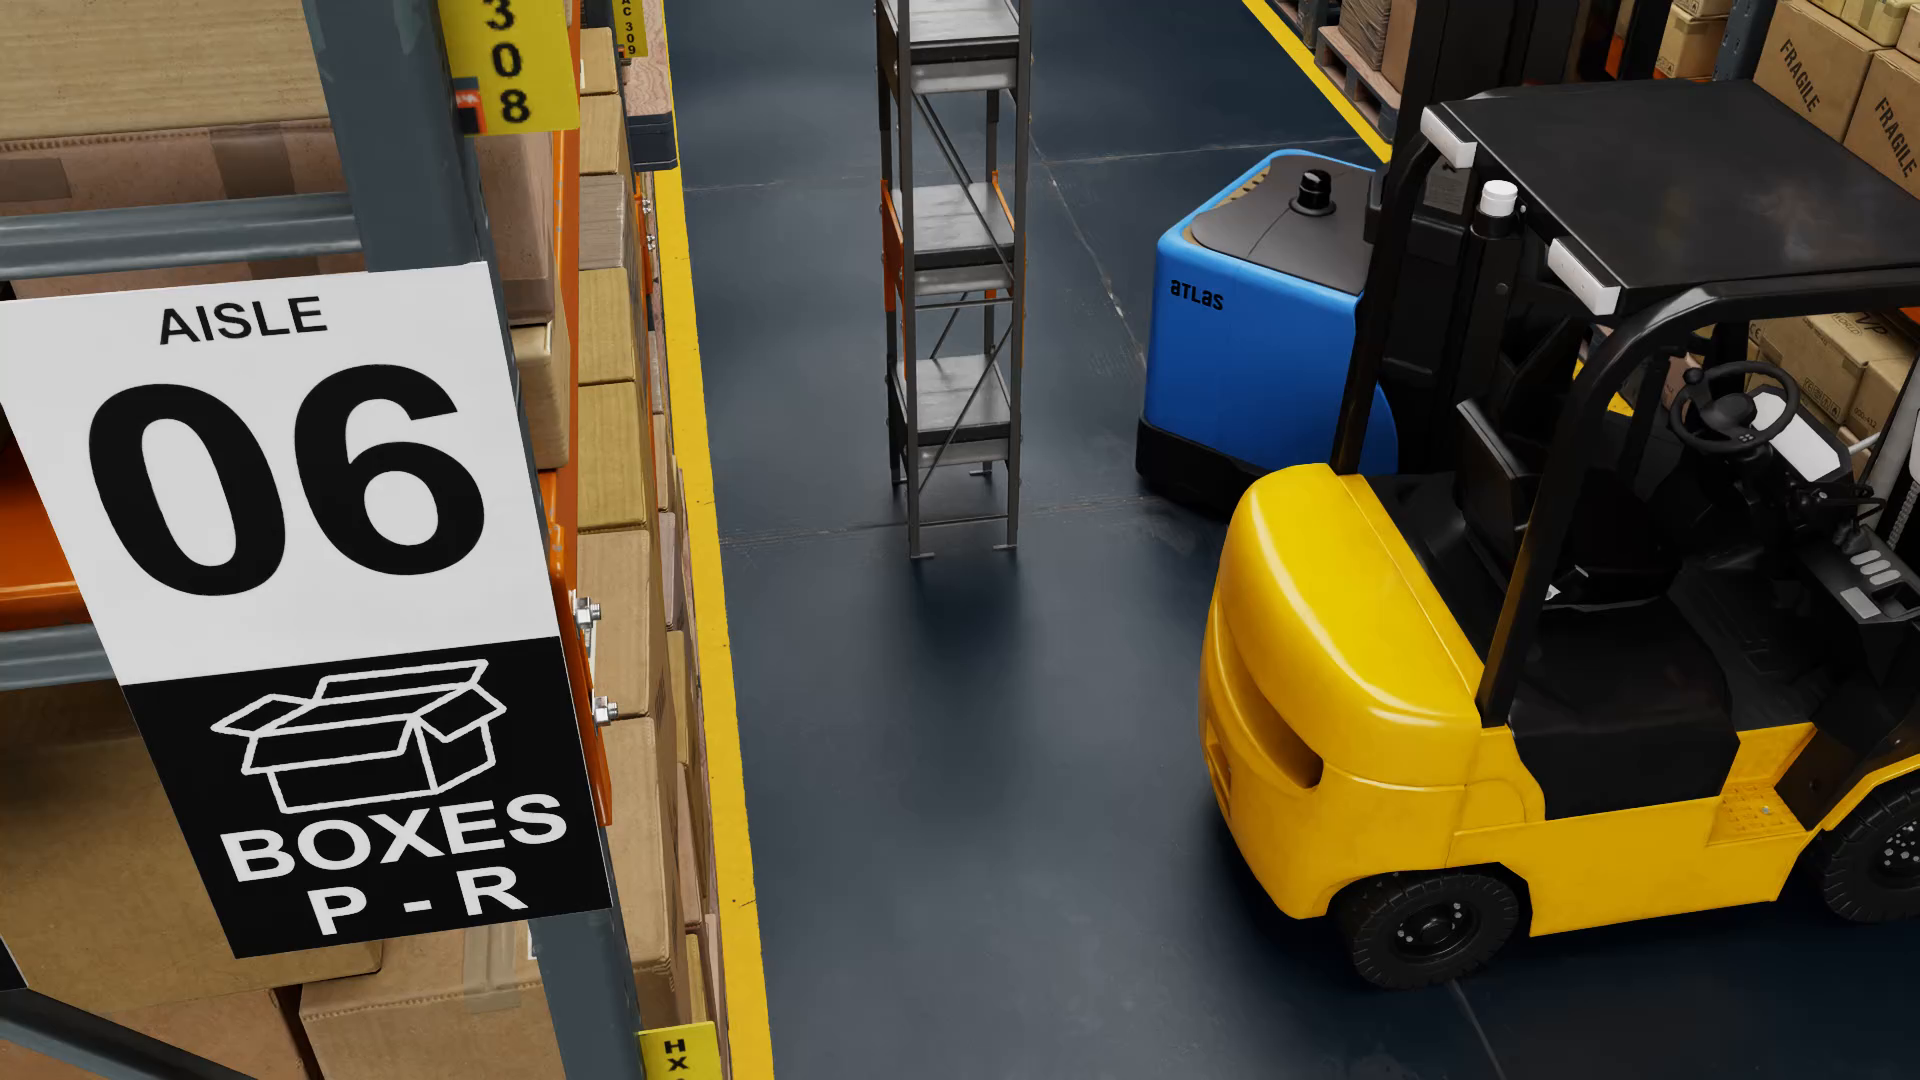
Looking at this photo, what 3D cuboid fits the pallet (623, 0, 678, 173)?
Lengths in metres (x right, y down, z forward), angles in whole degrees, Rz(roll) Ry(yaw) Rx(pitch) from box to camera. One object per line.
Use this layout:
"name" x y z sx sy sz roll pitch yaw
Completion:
"pallet" -1.580 -1.685 6.130 1.003 0.211 1.213 -6 38 -8

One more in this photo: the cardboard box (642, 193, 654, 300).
"cardboard box" -1.813 -1.162 7.100 0.950 0.372 0.625 -4 38 -5

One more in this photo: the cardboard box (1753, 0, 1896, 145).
"cardboard box" 3.117 -1.563 5.735 0.500 0.500 0.500 -7 38 -9

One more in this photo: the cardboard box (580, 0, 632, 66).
"cardboard box" -1.390 -1.920 5.610 0.500 0.500 0.500 -5 38 -7

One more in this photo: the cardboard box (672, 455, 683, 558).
"cardboard box" -1.221 -0.035 5.749 0.500 0.250 0.500 -5 38 -6

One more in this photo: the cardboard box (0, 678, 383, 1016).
"cardboard box" -1.193 0.296 2.285 0.700 0.500 0.500 -7 38 -9

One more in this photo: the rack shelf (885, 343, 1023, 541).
"rack shelf" -0.029 -0.366 6.172 0.431 0.518 0.480 -6 38 -8

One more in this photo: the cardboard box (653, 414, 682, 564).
"cardboard box" -1.131 -0.024 5.124 0.500 0.500 0.500 -6 38 -7

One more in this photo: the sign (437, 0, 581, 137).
"sign" -0.354 -0.456 1.234 0.100 0.325 0.005 -6 38 -8

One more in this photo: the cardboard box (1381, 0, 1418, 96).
"cardboard box" 2.813 -2.692 8.863 0.875 0.625 0.625 -5 38 -6

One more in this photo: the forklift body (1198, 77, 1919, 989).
"forklift body" 1.869 -0.018 4.519 2.313 2.155 1.214 -6 38 -8

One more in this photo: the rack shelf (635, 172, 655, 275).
"rack shelf" -1.940 -2.207 7.233 1.077 0.370 4.000 -6 38 -8

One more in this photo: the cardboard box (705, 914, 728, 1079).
"cardboard box" -0.840 1.226 4.125 0.500 0.250 0.500 -5 38 -6

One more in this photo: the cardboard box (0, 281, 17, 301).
"cardboard box" -1.243 -0.390 1.742 0.500 0.250 0.500 -7 38 -9

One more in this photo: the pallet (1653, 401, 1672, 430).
"pallet" 3.395 -0.234 6.379 1.003 0.211 1.213 -6 38 -8

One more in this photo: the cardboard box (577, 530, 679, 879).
"cardboard box" -0.792 0.347 3.034 0.500 0.500 0.500 -5 38 -7

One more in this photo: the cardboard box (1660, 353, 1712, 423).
"cardboard box" 3.055 -0.572 6.440 0.500 0.250 0.500 -6 38 -7

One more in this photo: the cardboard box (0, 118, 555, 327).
"cardboard box" -0.714 -0.443 1.810 0.500 0.250 0.500 -7 38 -9

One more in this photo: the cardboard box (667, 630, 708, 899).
"cardboard box" -0.938 0.606 4.313 0.500 0.500 0.500 -6 38 -7

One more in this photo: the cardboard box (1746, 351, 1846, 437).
"cardboard box" 3.168 -0.468 5.898 0.500 0.250 0.500 -6 38 -8

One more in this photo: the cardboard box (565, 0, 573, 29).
"cardboard box" -0.857 -0.968 2.811 0.380 0.149 0.250 -6 38 -7

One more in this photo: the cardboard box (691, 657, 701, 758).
"cardboard box" -1.034 0.593 4.941 0.500 0.250 0.500 -6 38 -7

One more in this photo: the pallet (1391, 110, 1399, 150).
"pallet" 2.912 -1.898 8.521 1.003 0.211 1.213 -6 38 -8

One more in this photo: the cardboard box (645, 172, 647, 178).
"cardboard box" -2.064 -2.040 8.231 0.950 0.372 0.625 -7 38 -9

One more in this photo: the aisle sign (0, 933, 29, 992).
"aisle sign" -1.163 0.175 1.461 0.394 0.787 0.004 -6 38 -8

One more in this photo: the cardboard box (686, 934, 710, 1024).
"cardboard box" -0.762 1.225 3.516 0.500 0.500 0.500 -7 38 -9

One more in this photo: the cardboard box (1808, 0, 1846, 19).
"cardboard box" 3.093 -1.894 5.633 0.380 0.149 0.250 -7 38 -9

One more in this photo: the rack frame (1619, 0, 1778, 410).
"rack frame" 3.296 -1.820 6.147 1.000 3.000 0.127 -6 38 -8

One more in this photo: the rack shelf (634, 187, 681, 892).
"rack shelf" -1.239 0.209 4.123 1.077 0.370 4.000 -6 38 -8

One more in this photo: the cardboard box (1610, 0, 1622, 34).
"cardboard box" 2.857 -2.340 6.939 0.500 0.250 0.500 -6 38 -8

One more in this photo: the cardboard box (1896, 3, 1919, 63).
"cardboard box" 3.213 -1.584 5.233 0.380 0.149 0.250 -6 38 -8

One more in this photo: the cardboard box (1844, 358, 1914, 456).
"cardboard box" 3.251 -0.359 5.351 0.500 0.250 0.500 -5 38 -6

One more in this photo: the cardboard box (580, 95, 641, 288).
"cardboard box" -1.170 -0.889 4.625 0.500 0.500 0.500 -5 38 -6

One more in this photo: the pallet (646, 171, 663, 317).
"pallet" -1.945 -1.391 7.868 1.003 0.211 1.213 -6 38 -8

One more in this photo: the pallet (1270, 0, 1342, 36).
"pallet" 2.502 -3.589 10.698 1.003 0.211 1.213 -6 38 -8

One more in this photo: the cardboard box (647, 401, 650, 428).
"cardboard box" -1.052 -0.410 4.537 0.380 0.149 0.250 -7 38 -9

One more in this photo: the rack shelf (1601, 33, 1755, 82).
"rack shelf" 2.946 -2.743 7.923 1.077 0.370 4.000 -6 38 -8

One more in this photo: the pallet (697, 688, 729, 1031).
"pallet" -1.220 0.958 4.845 1.003 0.211 1.213 -6 38 -8

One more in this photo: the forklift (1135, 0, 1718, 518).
"forklift" 2.175 -1.086 5.259 3.031 2.935 1.130 24 44 28

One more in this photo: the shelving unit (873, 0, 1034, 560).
"shelving unit" -0.029 -0.929 5.735 0.431 2.100 0.503 -6 38 -8

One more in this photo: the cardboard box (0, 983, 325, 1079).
"cardboard box" -1.255 0.677 2.609 0.500 0.500 0.500 -7 38 -9

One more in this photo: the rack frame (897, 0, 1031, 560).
"rack frame" 0.014 -0.782 5.545 0.400 2.100 0.015 -6 38 -8

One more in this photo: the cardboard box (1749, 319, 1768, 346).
"cardboard box" 3.072 -0.969 6.136 0.500 0.250 0.500 -7 38 -9

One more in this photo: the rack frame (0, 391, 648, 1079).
"rack frame" -0.888 1.133 2.347 1.000 3.000 0.127 -6 38 -8

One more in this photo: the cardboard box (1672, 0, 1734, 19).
"cardboard box" 2.959 -2.227 6.386 0.500 0.250 0.500 -7 38 -9

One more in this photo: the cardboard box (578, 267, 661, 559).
"cardboard box" -0.980 -0.267 3.824 0.500 0.500 0.500 -7 38 -9
